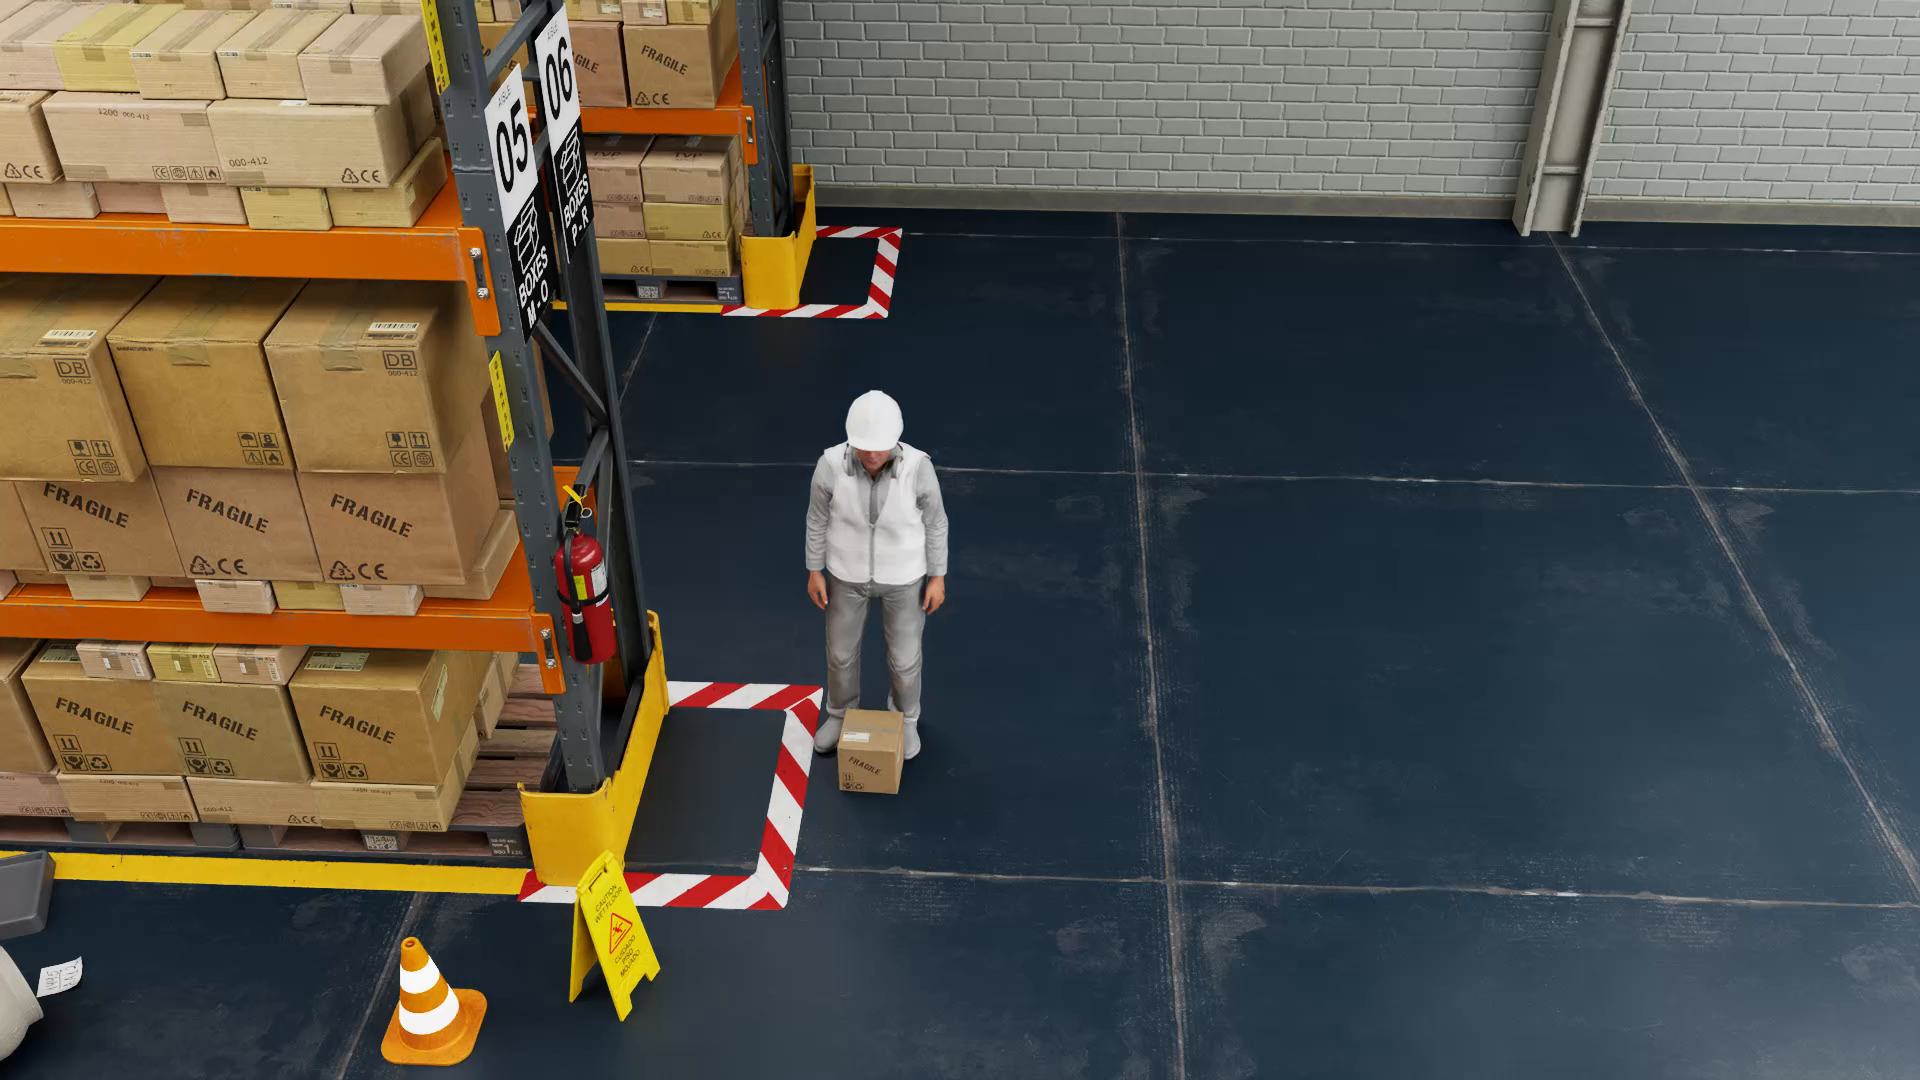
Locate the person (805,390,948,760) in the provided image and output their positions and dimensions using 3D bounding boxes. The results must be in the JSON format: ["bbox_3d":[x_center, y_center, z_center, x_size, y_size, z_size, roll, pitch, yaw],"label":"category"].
[{"bbox_3d":[-0.345,0.137,6.901,0.593,1.773,0.457,3,36,4],"label":"person"}]
